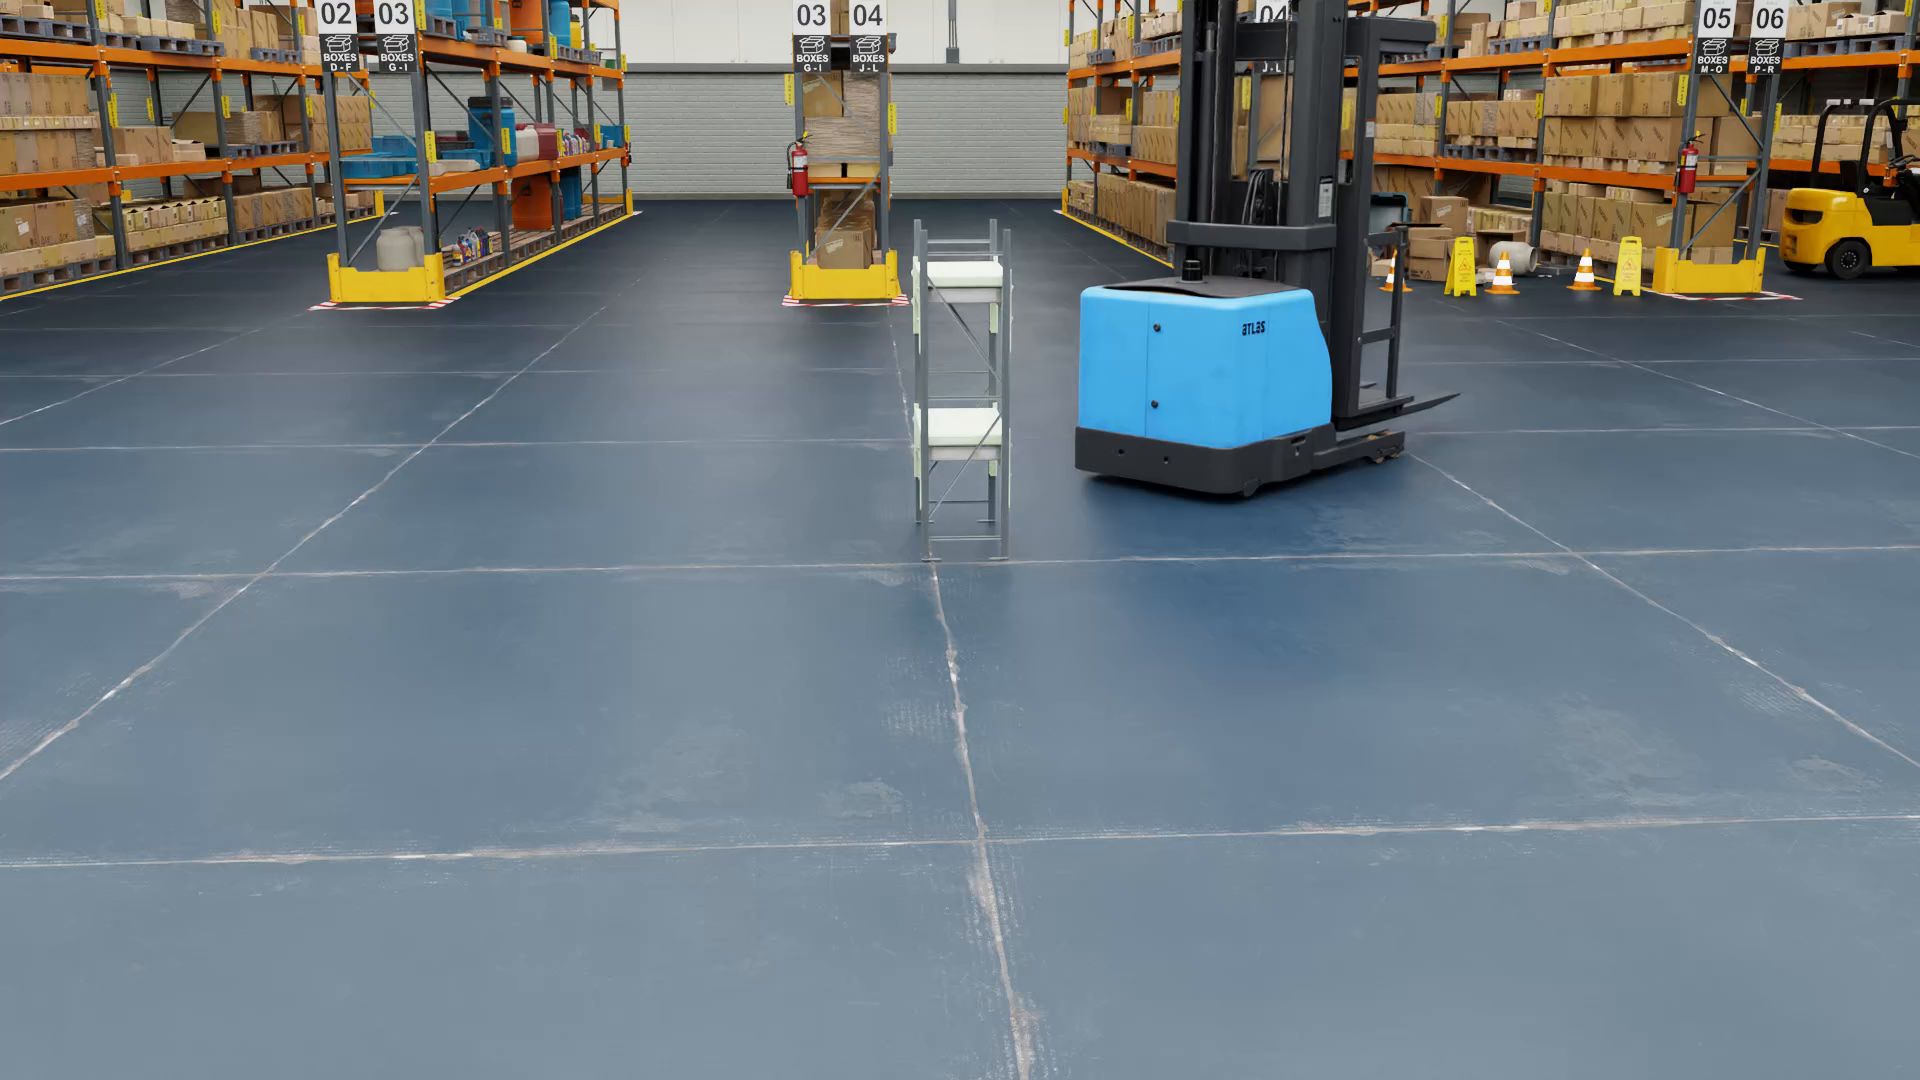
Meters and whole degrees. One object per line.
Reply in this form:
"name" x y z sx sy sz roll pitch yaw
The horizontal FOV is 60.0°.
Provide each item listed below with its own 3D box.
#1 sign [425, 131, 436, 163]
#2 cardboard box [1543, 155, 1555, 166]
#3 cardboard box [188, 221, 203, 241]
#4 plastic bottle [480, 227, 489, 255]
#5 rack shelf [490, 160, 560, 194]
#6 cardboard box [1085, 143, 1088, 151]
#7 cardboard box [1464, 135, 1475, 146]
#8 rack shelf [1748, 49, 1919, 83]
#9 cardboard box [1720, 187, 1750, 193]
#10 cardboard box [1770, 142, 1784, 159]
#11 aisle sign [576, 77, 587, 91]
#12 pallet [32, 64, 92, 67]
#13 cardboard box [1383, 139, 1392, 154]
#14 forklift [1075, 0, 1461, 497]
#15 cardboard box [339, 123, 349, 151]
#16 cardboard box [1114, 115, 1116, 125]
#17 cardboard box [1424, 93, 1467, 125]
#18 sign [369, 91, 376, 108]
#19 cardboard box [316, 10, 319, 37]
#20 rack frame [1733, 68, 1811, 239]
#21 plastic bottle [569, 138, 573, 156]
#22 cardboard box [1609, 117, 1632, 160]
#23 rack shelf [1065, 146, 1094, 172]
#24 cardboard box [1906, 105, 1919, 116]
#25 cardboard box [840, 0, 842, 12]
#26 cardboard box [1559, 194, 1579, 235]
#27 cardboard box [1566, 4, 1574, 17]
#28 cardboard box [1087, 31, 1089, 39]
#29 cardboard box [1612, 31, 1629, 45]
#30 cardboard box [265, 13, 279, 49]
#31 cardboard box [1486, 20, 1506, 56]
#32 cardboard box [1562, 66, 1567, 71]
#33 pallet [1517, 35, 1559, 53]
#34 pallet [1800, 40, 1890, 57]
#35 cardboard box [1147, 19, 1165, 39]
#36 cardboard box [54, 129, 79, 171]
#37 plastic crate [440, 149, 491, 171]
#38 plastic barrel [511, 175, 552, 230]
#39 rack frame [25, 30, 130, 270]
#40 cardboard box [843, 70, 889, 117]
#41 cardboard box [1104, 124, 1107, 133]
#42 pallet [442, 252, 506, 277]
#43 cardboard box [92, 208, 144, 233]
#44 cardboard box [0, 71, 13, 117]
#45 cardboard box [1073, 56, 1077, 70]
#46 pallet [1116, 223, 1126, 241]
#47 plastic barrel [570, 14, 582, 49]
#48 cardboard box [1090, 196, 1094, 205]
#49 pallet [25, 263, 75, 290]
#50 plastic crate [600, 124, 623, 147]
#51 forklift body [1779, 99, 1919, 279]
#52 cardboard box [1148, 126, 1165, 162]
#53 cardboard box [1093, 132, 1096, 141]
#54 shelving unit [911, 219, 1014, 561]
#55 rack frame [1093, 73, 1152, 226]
"sign" -5.677 -4.214 17.830 0.100 0.325 0.005 -1 14 -3
"cardboard box" 8.060 -5.092 22.302 0.380 0.149 0.250 -1 14 -4
"cardboard box" -11.326 -4.478 24.087 0.500 0.250 0.500 -1 14 -2
"plastic bottle" -6.147 -3.842 21.372 0.144 0.351 0.185 -1 14 -5
"rack shelf" -6.598 -5.217 23.725 1.077 0.370 4.000 -1 14 -3
"cardboard box" 2.559 -7.392 31.241 0.380 0.149 0.250 -2 15 -6
"cardboard box" 7.898 -6.082 25.304 0.380 0.149 0.250 -1 14 -3
"rack shelf" 13.190 -6.976 24.545 1.077 0.370 4.000 -1 14 -3
"cardboard box" 12.783 -5.795 27.402 0.380 0.149 0.250 -2 15 -6
"cardboard box" 12.876 -6.057 25.851 0.500 0.250 0.500 -1 14 -5
"aisle sign" -7.519 -9.324 33.029 0.394 0.787 0.004 -1 14 -3
"pallet" -17.049 -9.124 31.628 1.003 0.211 1.213 -1 14 -3
"cardboard box" 7.678 -6.844 28.908 0.500 0.250 0.500 -1 14 -4
"forklift" 2.009 -1.945 9.705 1.130 2.935 3.031 13 19 41
"cardboard box" -11.770 -7.539 31.108 0.500 0.500 0.500 -1 14 -4
"cardboard box" 2.677 -6.737 26.660 0.380 0.149 0.250 -1 14 -4
"cardboard box" 7.819 -6.949 26.807 0.500 0.500 0.500 -1 14 -5
"sign" -11.607 -8.694 32.838 0.100 0.325 0.005 -1 14 -3
"cardboard box" -11.909 -9.338 30.073 0.700 0.500 0.500 -1 14 -3
"rack frame" 13.066 -6.369 26.762 1.000 3.000 0.127 -1 14 -3
"plastic bottle" -6.486 -6.543 27.672 0.061 0.283 0.133 -1 14 -3
"cardboard box" 8.246 -4.875 20.154 0.500 0.500 0.500 -1 14 -4
"rack shelf" 2.806 -7.334 31.955 1.077 0.370 4.000 -1 14 -3
"cardboard box" 13.038 -5.797 22.439 0.380 0.149 0.250 -1 14 -2
"cardboard box" -1.461 -6.969 22.021 0.797 0.503 0.637 -2 15 -6
"cardboard box" 8.172 -4.248 21.688 0.500 0.500 0.500 0 14 -1
"cardboard box" 8.099 -6.867 21.579 0.380 0.149 0.250 0 14 -2
"cardboard box" 2.565 -9.333 30.758 0.380 0.149 0.250 -1 15 -6
"cardboard box" 8.167 -6.099 20.195 0.380 0.149 0.250 -1 14 -4
"cardboard box" -11.956 -8.608 28.199 0.600 0.600 0.600 -2 15 -9
"cardboard box" 8.235 -7.416 24.601 0.797 0.503 0.637 -1 14 -3
"cardboard box" 12.401 -9.542 33.578 0.380 0.149 0.250 -1 14 -2
"pallet" 8.428 -6.814 22.847 1.213 0.211 1.003 -1 14 -3
"pallet" 13.270 -7.285 24.680 1.003 0.211 1.213 0 14 -1
"cardboard box" 3.035 -7.514 24.449 0.500 0.250 0.500 0 14 -2
"cardboard box" -11.345 -4.799 20.458 0.700 0.500 0.500 -1 14 -4
"plastic crate" -6.135 -4.725 20.667 0.499 0.251 0.616 -1 14 -3
"plastic barrel" -6.769 -5.336 26.259 0.600 0.830 0.708 -1 14 -3
"rack frame" -11.418 -4.992 21.409 1.000 3.000 0.127 -1 14 -3
"cardboard box" -1.045 -4.967 18.507 0.500 0.500 0.500 -1 14 -3
"cardboard box" 2.611 -6.853 27.705 0.380 0.149 0.250 -1 14 -2
"pallet" -6.474 -3.549 21.398 1.003 0.211 1.213 -1 14 -3
"cardboard box" -11.195 -4.242 22.044 0.500 0.311 0.500 -1 14 -3
"cardboard box" -11.260 -5.059 18.867 0.700 0.500 0.500 -1 14 -3
"cardboard box" 2.484 -9.313 32.485 0.500 0.250 0.500 0 14 -2
"pallet" 3.131 -5.034 27.169 1.003 0.211 1.213 -1 14 -3
"plastic barrel" -6.711 -8.581 28.115 0.600 0.588 0.600 0 14 0
"cardboard box" 2.594 -6.225 30.483 0.380 0.149 0.250 -1 14 -2
"pallet" -11.332 -3.139 19.803 1.003 0.211 1.213 -1 14 -3
"plastic crate" -7.010 -8.018 32.977 0.616 0.435 0.499 -1 14 -3
"forklift body" 11.624 -4.412 20.858 2.313 2.155 1.214 -1 14 -3
"cardboard box" 3.030 -5.747 24.143 0.500 0.500 0.500 -1 14 -4
"cardboard box" 2.530 -7.031 28.993 0.380 0.149 0.250 -1 14 -3
"shelving unit" 0.000 -0.725 7.833 0.431 1.500 0.755 -1 14 -3
"rack frame" 2.930 -7.185 29.932 1.000 3.000 0.127 -1 14 -3
